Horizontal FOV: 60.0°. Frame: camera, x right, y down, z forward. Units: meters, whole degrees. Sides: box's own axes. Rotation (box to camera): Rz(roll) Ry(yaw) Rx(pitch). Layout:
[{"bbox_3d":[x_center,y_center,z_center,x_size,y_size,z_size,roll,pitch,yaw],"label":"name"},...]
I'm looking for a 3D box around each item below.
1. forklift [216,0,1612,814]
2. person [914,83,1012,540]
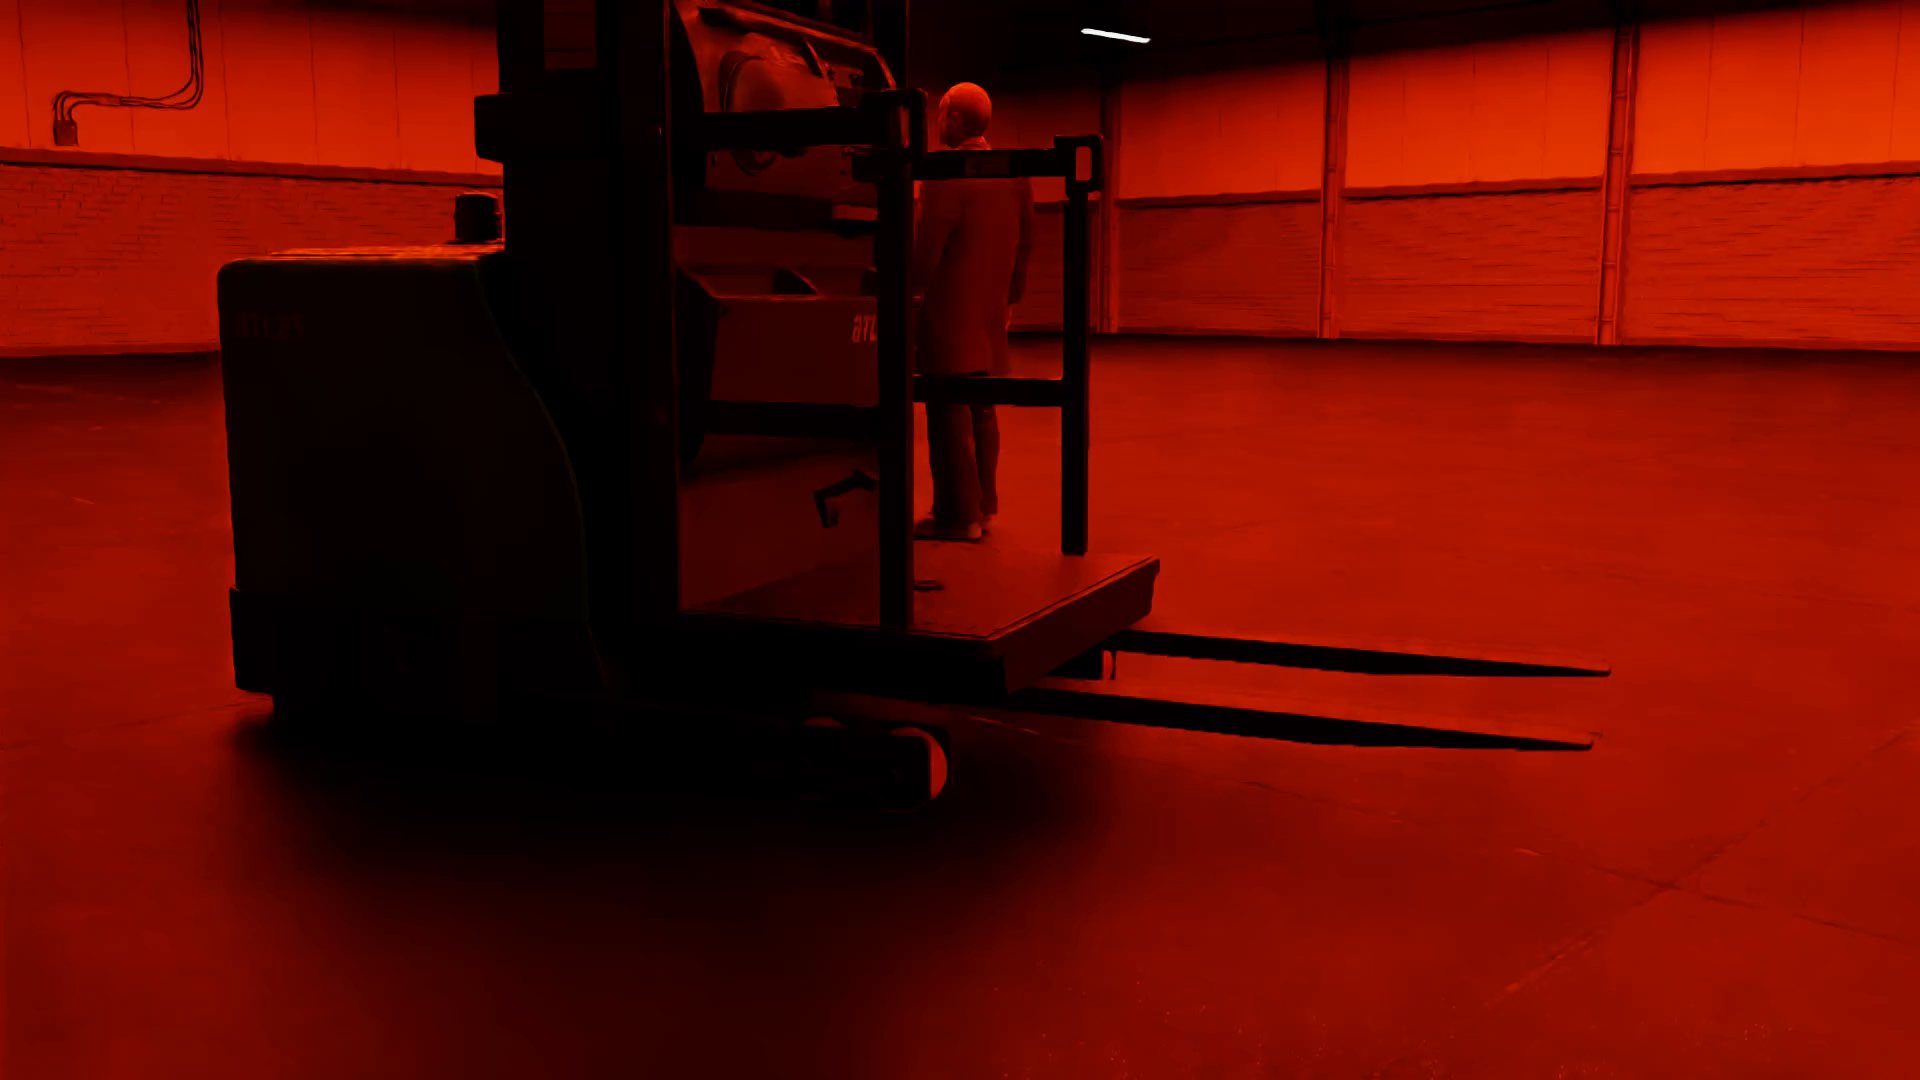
[{"bbox_3d":[-0.162,-0.979,3.590,3.031,2.867,1.129,4,9,24],"label":"forklift"},{"bbox_3d":[-0.067,-0.897,6.659,0.560,1.776,0.648,8,12,43],"label":"person"}]
